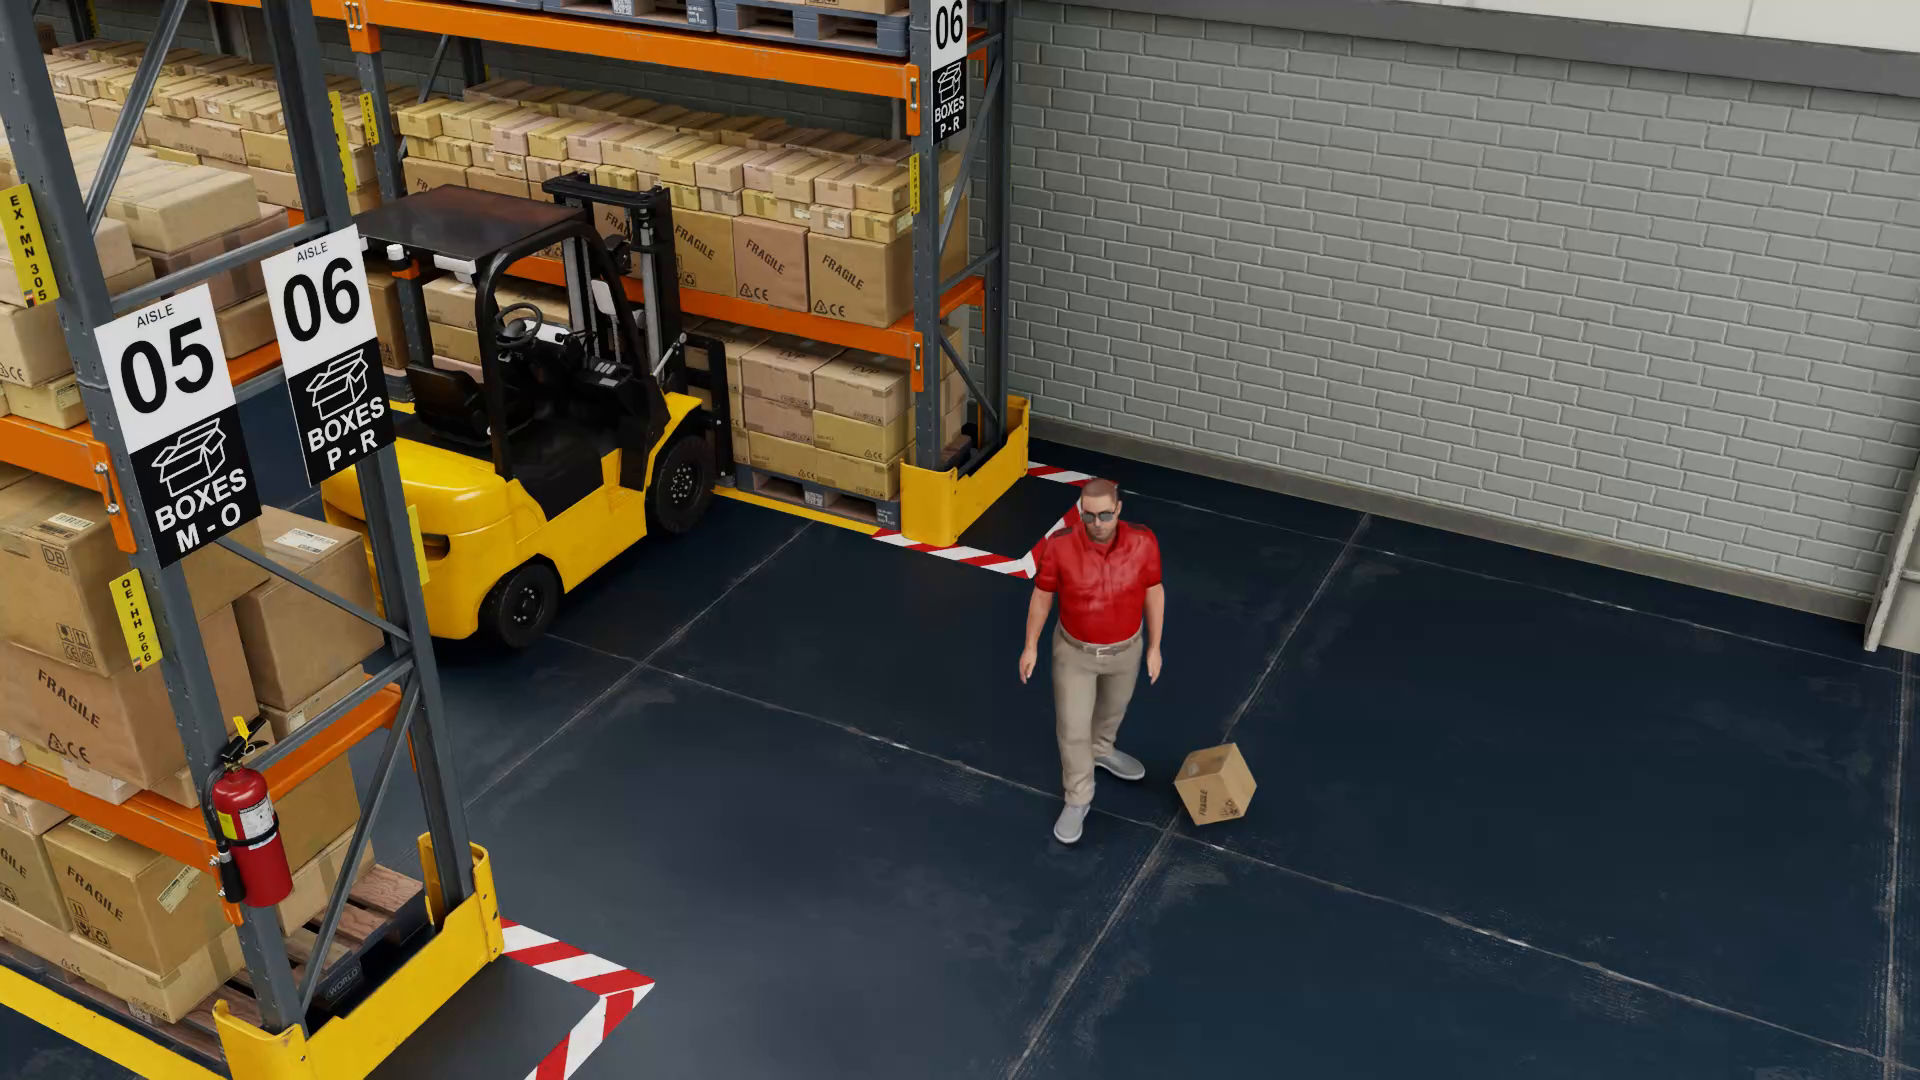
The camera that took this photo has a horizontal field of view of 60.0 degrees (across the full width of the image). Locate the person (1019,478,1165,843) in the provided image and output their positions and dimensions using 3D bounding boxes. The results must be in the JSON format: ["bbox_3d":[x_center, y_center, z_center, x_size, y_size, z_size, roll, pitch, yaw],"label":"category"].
[{"bbox_3d":[0.591,0.485,7.467,0.648,1.718,0.639,-5,30,-8],"label":"person"}]
